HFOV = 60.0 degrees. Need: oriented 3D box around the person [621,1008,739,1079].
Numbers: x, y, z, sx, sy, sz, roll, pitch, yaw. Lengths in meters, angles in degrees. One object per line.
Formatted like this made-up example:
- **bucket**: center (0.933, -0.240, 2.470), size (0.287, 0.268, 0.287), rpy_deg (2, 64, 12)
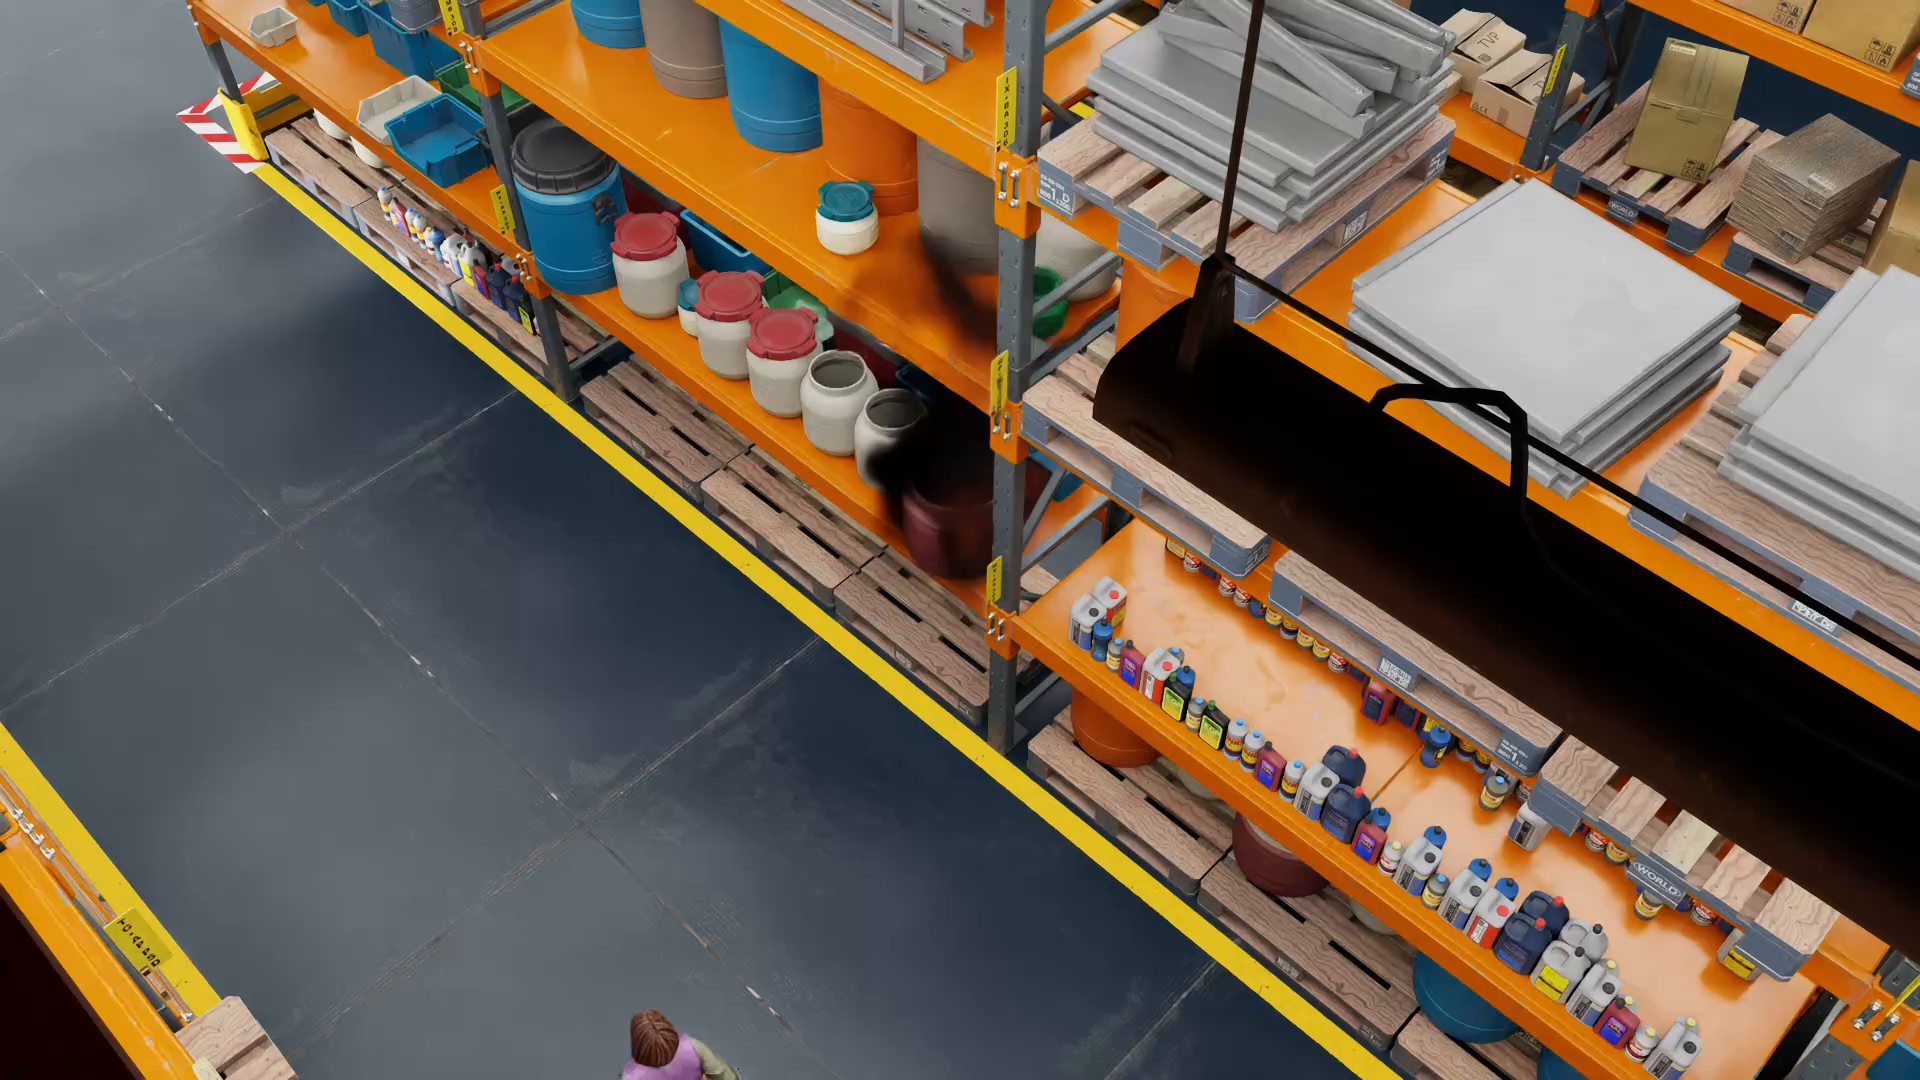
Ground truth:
- **person**: center (-1.141, 2.475, 6.933), size (0.535, 1.603, 0.678), rpy_deg (-35, 58, -25)
